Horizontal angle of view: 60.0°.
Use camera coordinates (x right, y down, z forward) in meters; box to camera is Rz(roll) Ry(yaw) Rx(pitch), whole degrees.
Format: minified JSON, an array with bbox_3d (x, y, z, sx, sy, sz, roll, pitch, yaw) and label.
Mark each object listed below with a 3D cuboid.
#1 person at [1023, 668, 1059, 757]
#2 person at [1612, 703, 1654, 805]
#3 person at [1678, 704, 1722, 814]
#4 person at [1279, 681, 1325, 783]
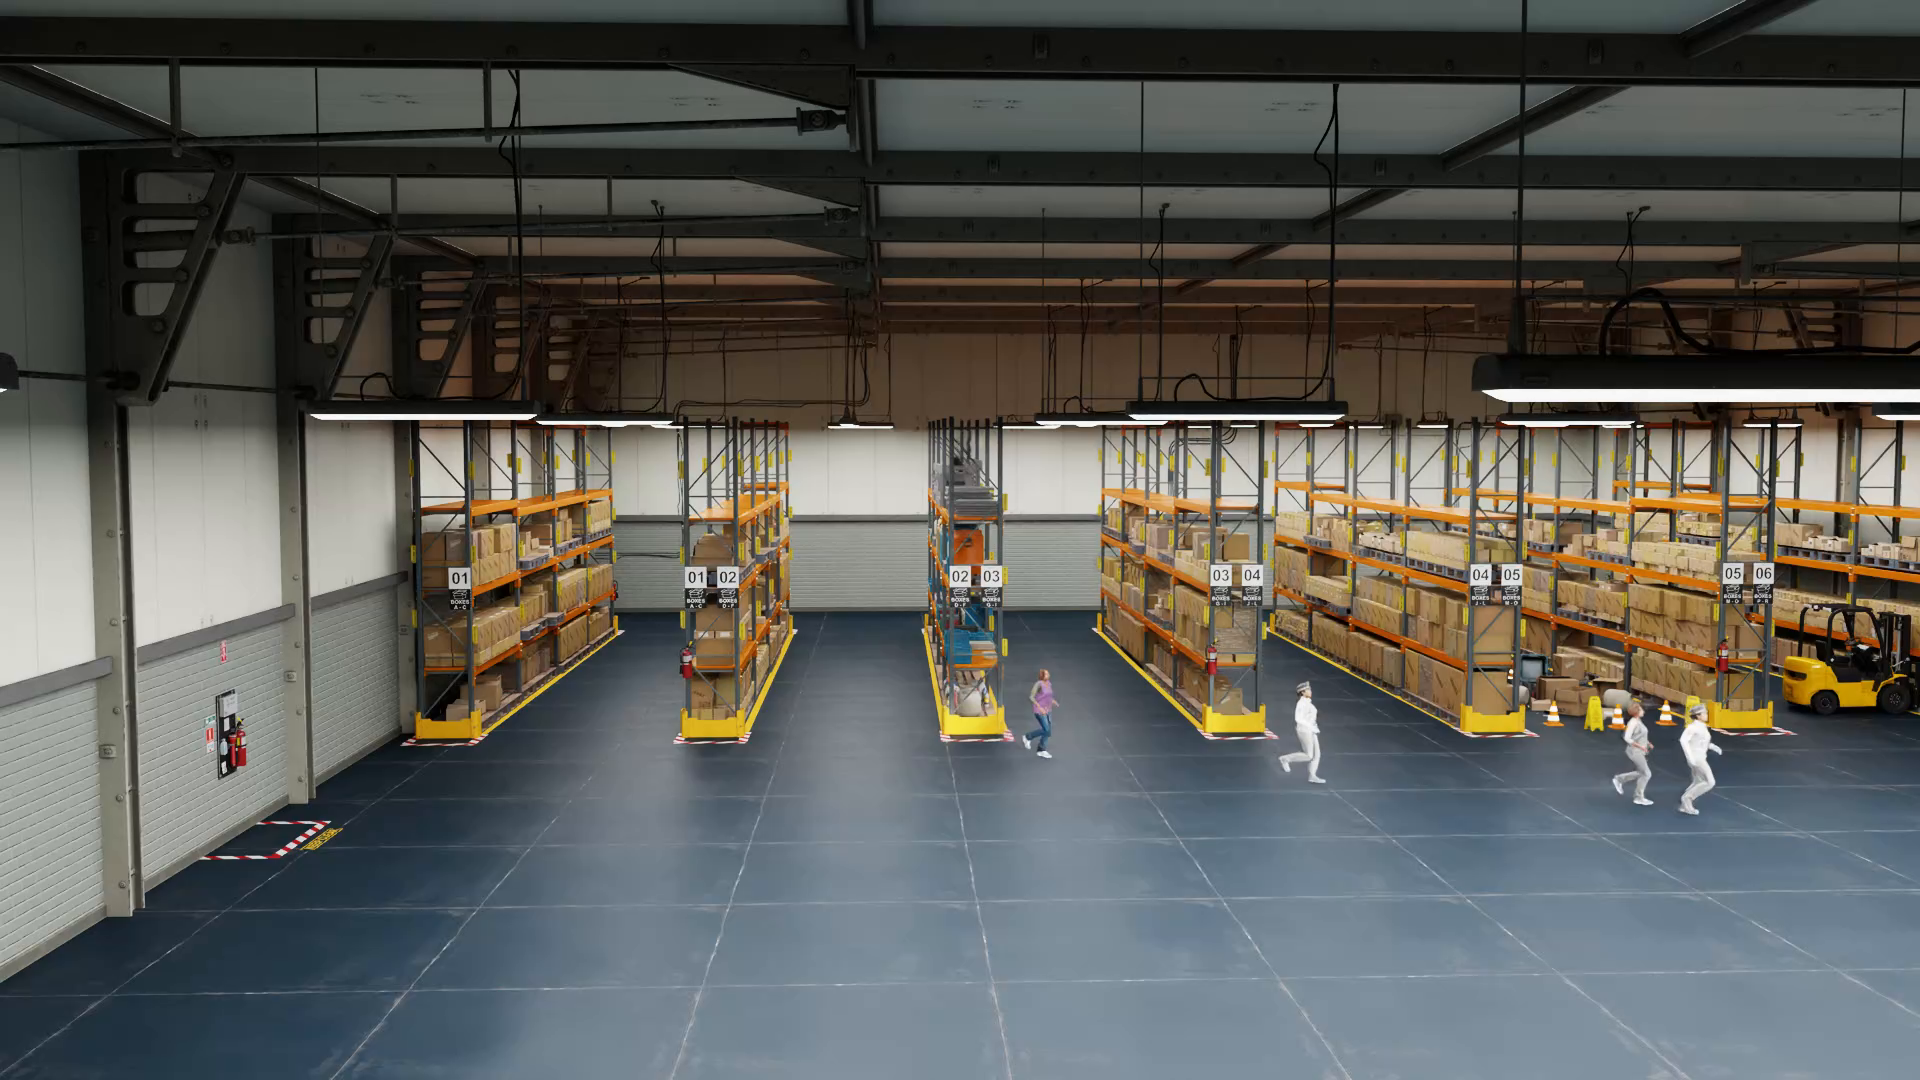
[{"bbox_3d":[1.438,3.043,29.344,0.585,1.564,0.532,3,5,35],"label":"person"},{"bbox_3d":[10.346,3.279,25.564,0.608,1.546,0.538,2,4,31],"label":"person"},{"bbox_3d":[11.054,3.266,24.827,0.567,1.661,0.623,2,4,29],"label":"person"},{"bbox_3d":[5.609,3.122,27.130,0.742,1.661,0.617,2,4,23],"label":"person"}]
